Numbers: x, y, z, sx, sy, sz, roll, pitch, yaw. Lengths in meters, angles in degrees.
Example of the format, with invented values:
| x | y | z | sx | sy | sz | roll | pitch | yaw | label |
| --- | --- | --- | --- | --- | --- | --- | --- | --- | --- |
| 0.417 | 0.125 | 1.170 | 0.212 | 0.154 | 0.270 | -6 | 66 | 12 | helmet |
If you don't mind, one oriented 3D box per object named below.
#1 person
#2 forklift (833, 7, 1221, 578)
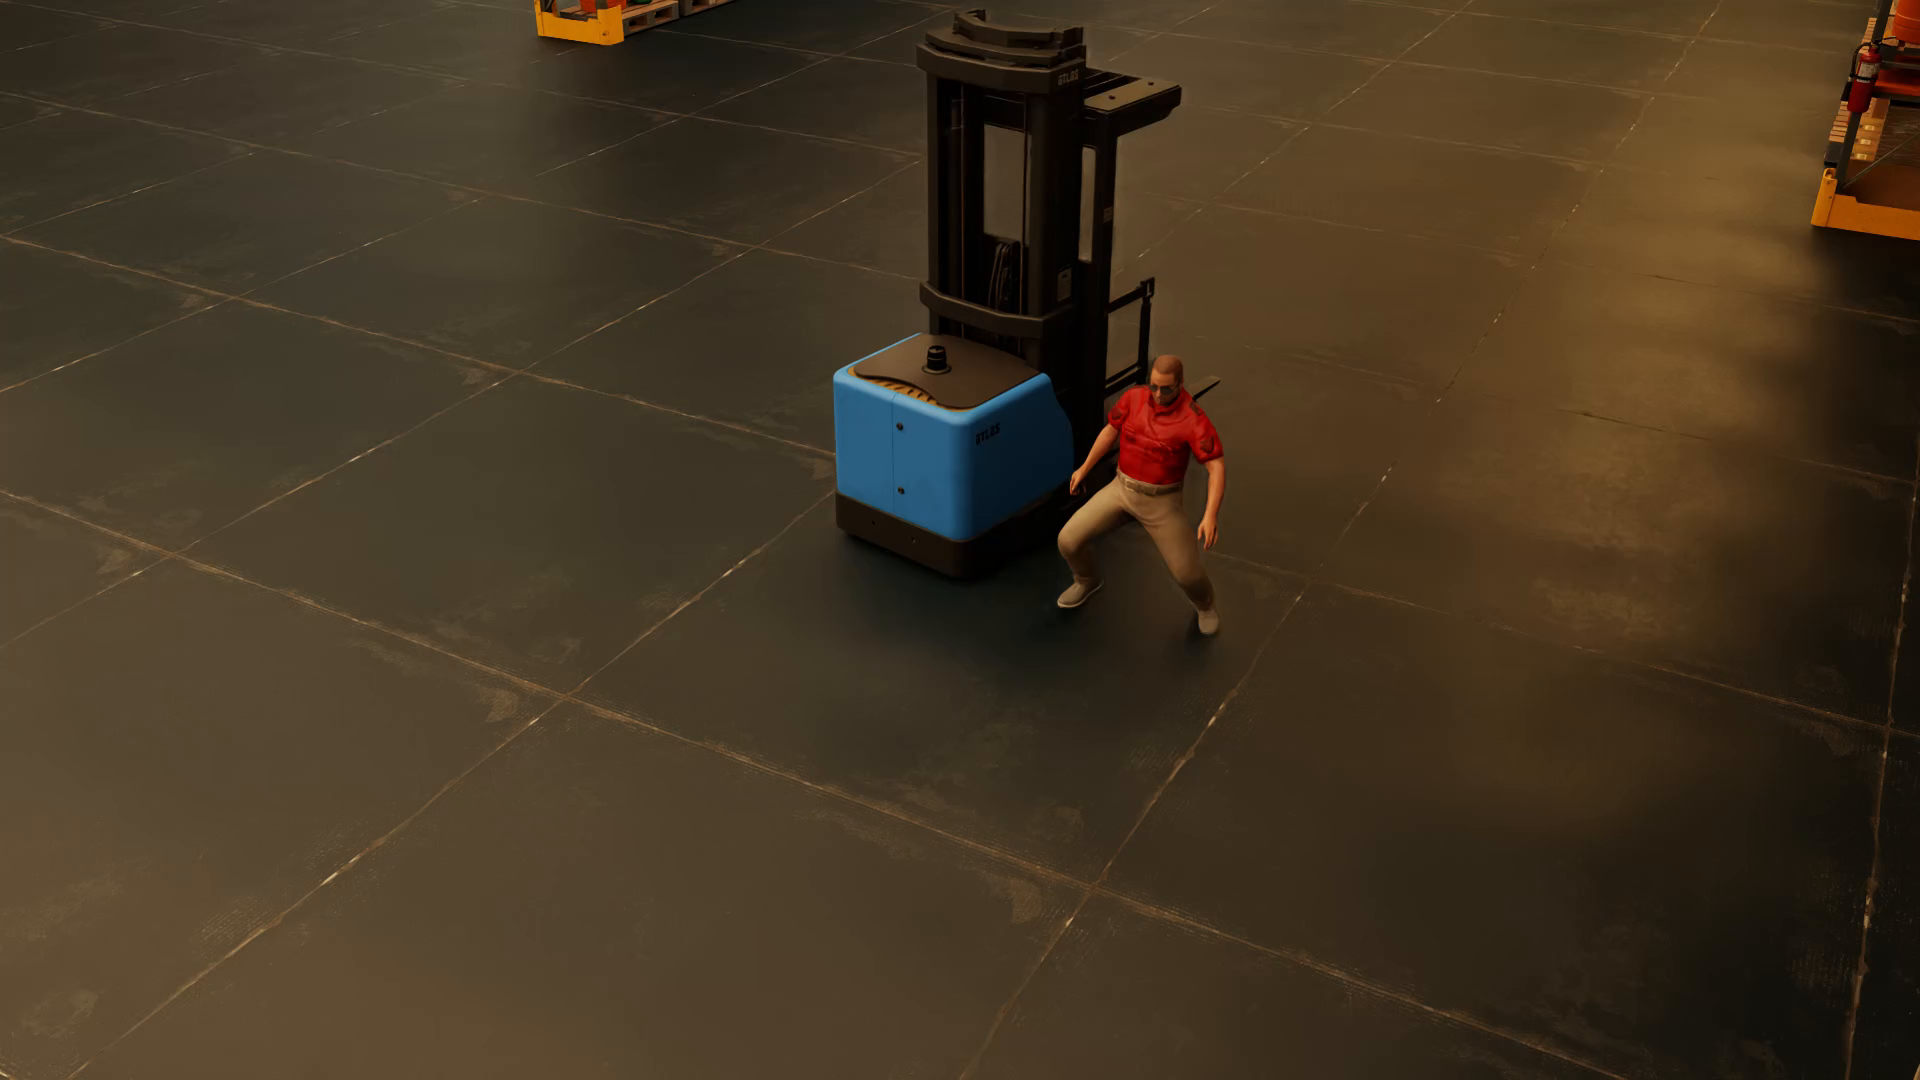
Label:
| x | y | z | sx | sy | sz | roll | pitch | yaw | label |
| --- | --- | --- | --- | --- | --- | --- | --- | --- | --- |
| 1.033 | -0.234 | 8.847 | 0.972 | 1.611 | 0.674 | 21 | 36 | 32 | person |
| 0.580 | -1.719 | 10.049 | 1.130 | 2.935 | 3.031 | 23 | 37 | 34 | forklift |
